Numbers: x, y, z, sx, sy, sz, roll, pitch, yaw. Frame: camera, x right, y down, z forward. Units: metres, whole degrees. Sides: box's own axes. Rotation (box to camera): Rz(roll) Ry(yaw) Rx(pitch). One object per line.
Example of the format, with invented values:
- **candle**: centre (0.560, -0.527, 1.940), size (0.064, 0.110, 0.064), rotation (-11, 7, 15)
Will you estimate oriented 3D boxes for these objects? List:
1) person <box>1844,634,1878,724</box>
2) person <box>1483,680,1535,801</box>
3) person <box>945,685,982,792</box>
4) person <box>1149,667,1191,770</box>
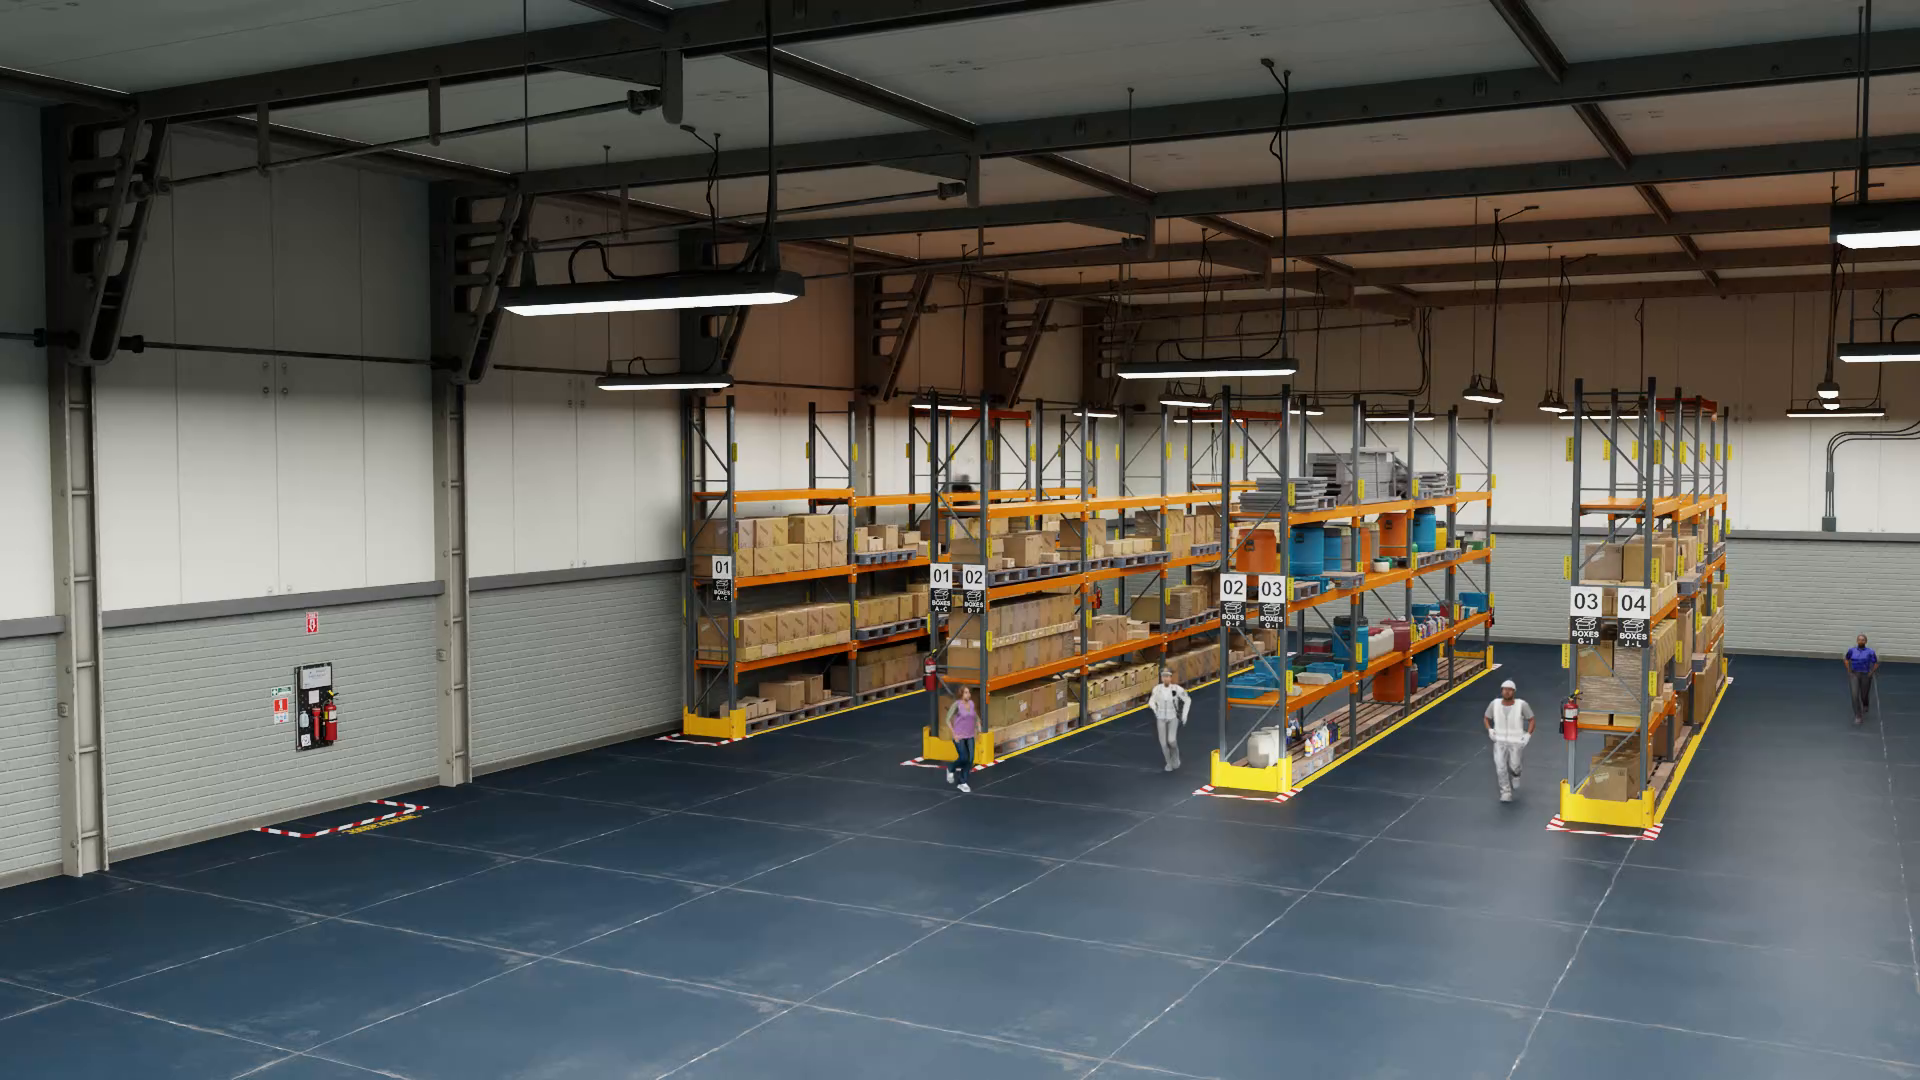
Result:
- **person**: centre (16.744, 2.574, 30.924), size (0.578, 1.647, 0.760), rotation (2, 4, 34)
- **person**: centre (7.882, 2.877, 23.893), size (0.710, 1.738, 0.629), rotation (1, 3, 26)
- **person**: centre (0.048, 2.930, 24.662), size (0.555, 1.572, 0.538), rotation (-2, 4, -35)
- **person**: centre (3.251, 2.807, 26.033), size (0.620, 1.648, 0.652), rotation (1, 3, 22)
